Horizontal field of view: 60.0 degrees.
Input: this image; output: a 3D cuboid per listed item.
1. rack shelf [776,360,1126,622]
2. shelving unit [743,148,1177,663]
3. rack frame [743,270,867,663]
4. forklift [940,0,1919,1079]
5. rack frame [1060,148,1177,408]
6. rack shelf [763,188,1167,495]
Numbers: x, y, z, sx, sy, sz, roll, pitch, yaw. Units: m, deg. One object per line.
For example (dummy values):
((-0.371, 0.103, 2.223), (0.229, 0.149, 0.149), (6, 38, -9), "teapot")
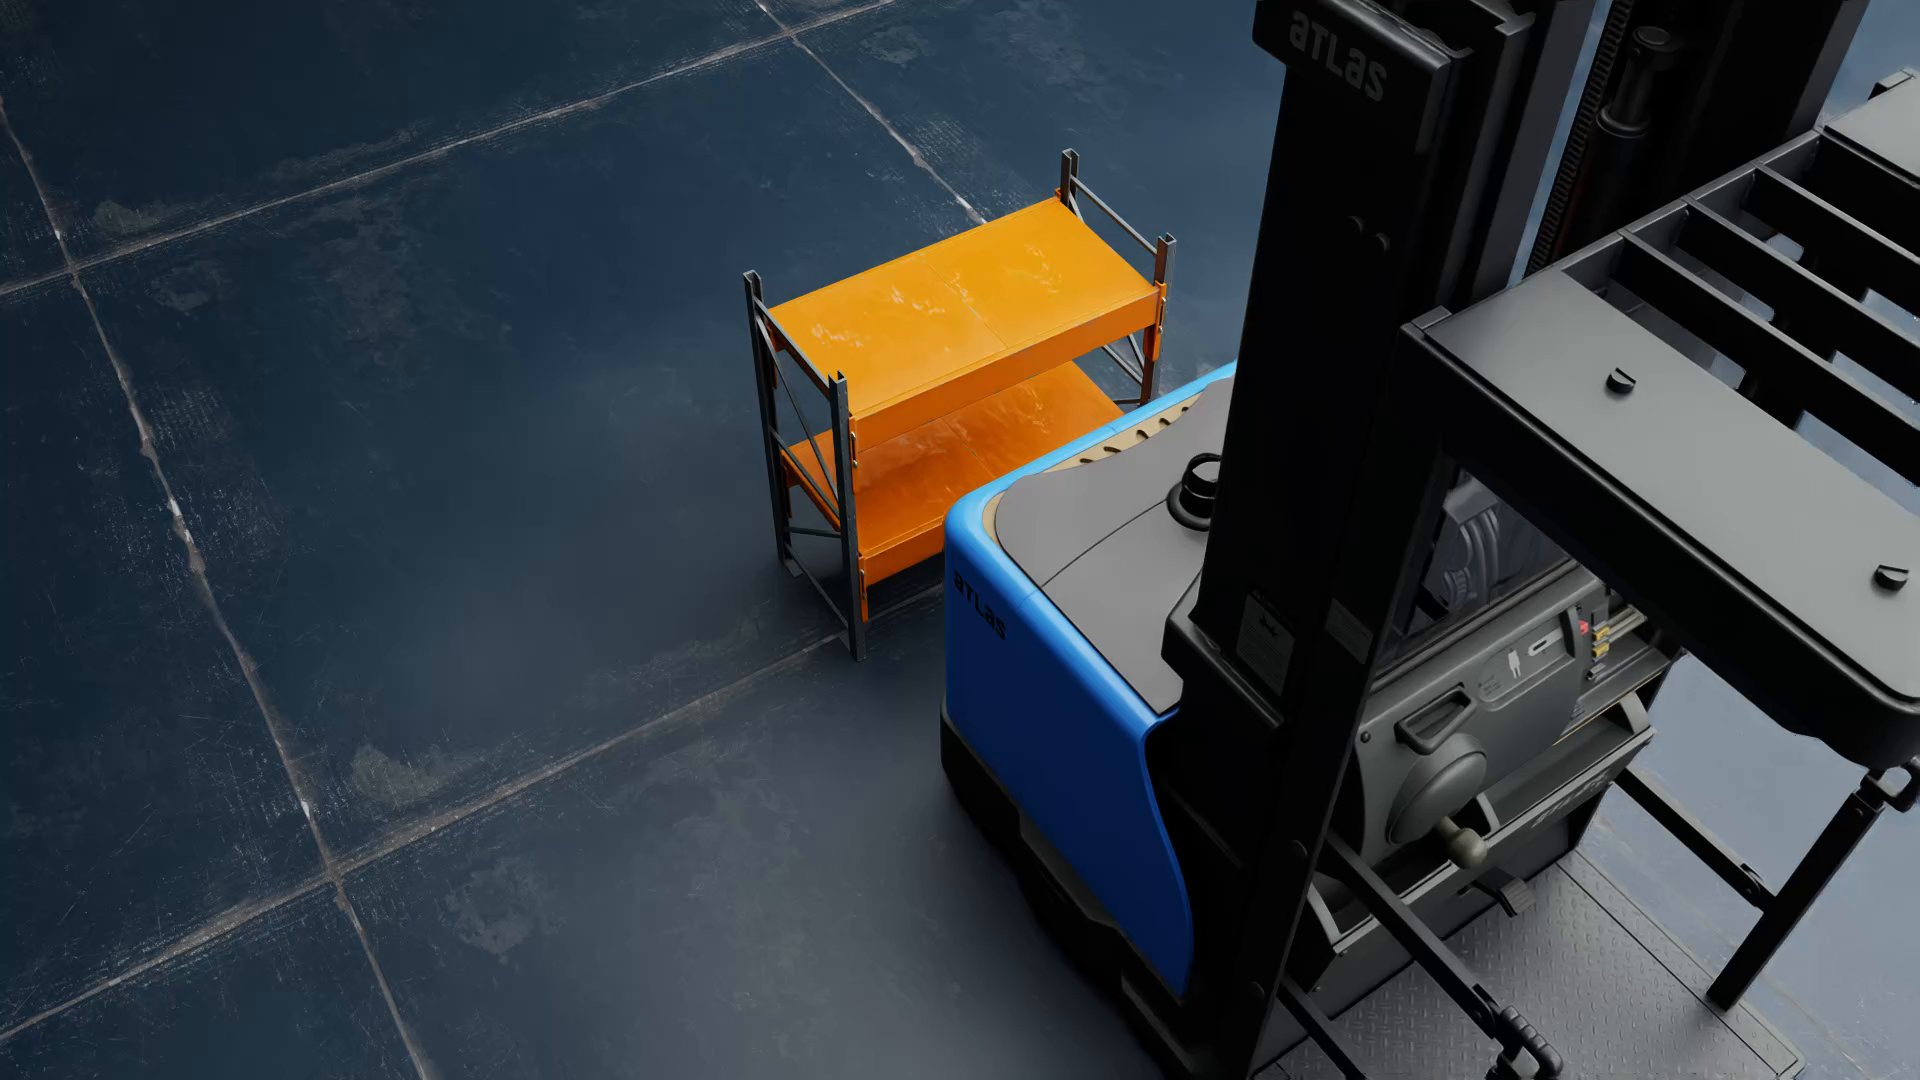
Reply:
((0.006, -0.214, 5.015), (1.000, 0.278, 0.538), (-25, 53, -21), "rack shelf")
((0.006, -0.377, 4.832), (1.048, 1.125, 0.538), (-25, 53, -21), "shelving unit")
((-0.424, -0.174, 4.652), (0.032, 1.125, 0.500), (-25, 53, -21), "rack frame")
((1.192, 0.366, 2.961), (1.130, 2.935, 3.031), (-27, 54, -22), "forklift")
((0.436, -0.579, 5.013), (0.032, 1.125, 0.500), (-25, 53, -21), "rack frame")
((0.006, -0.571, 4.614), (1.000, 0.278, 0.538), (-25, 53, -21), "rack shelf")
